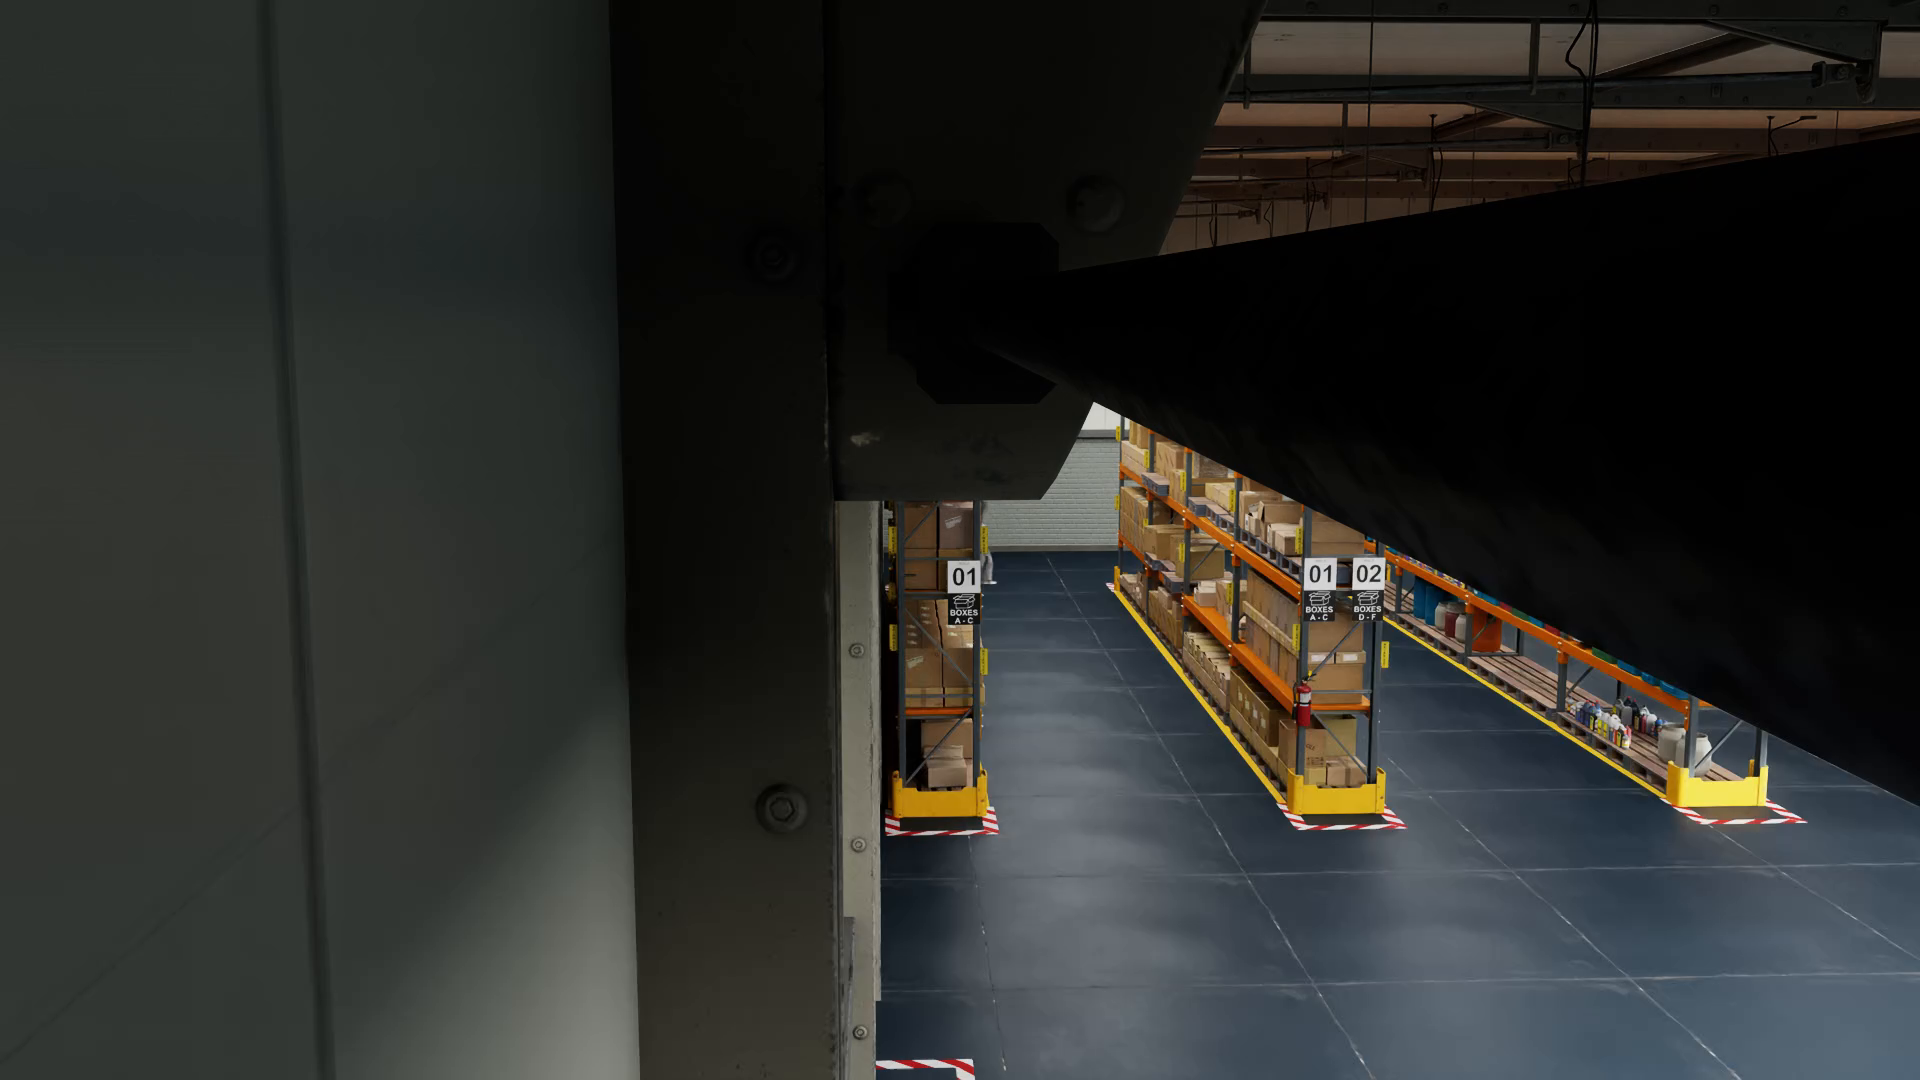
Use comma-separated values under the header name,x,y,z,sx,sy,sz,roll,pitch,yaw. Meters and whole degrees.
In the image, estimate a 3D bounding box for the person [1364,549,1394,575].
name,x,y,z,sx,sy,sz,roll,pitch,yaw
person,9.511,0.001,38.249,0.539,1.629,1.029,-8,11,-43

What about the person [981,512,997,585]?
name,x,y,z,sx,sy,sz,roll,pitch,yaw
person,0.444,0.180,37.028,0.729,1.645,0.491,4,9,28
